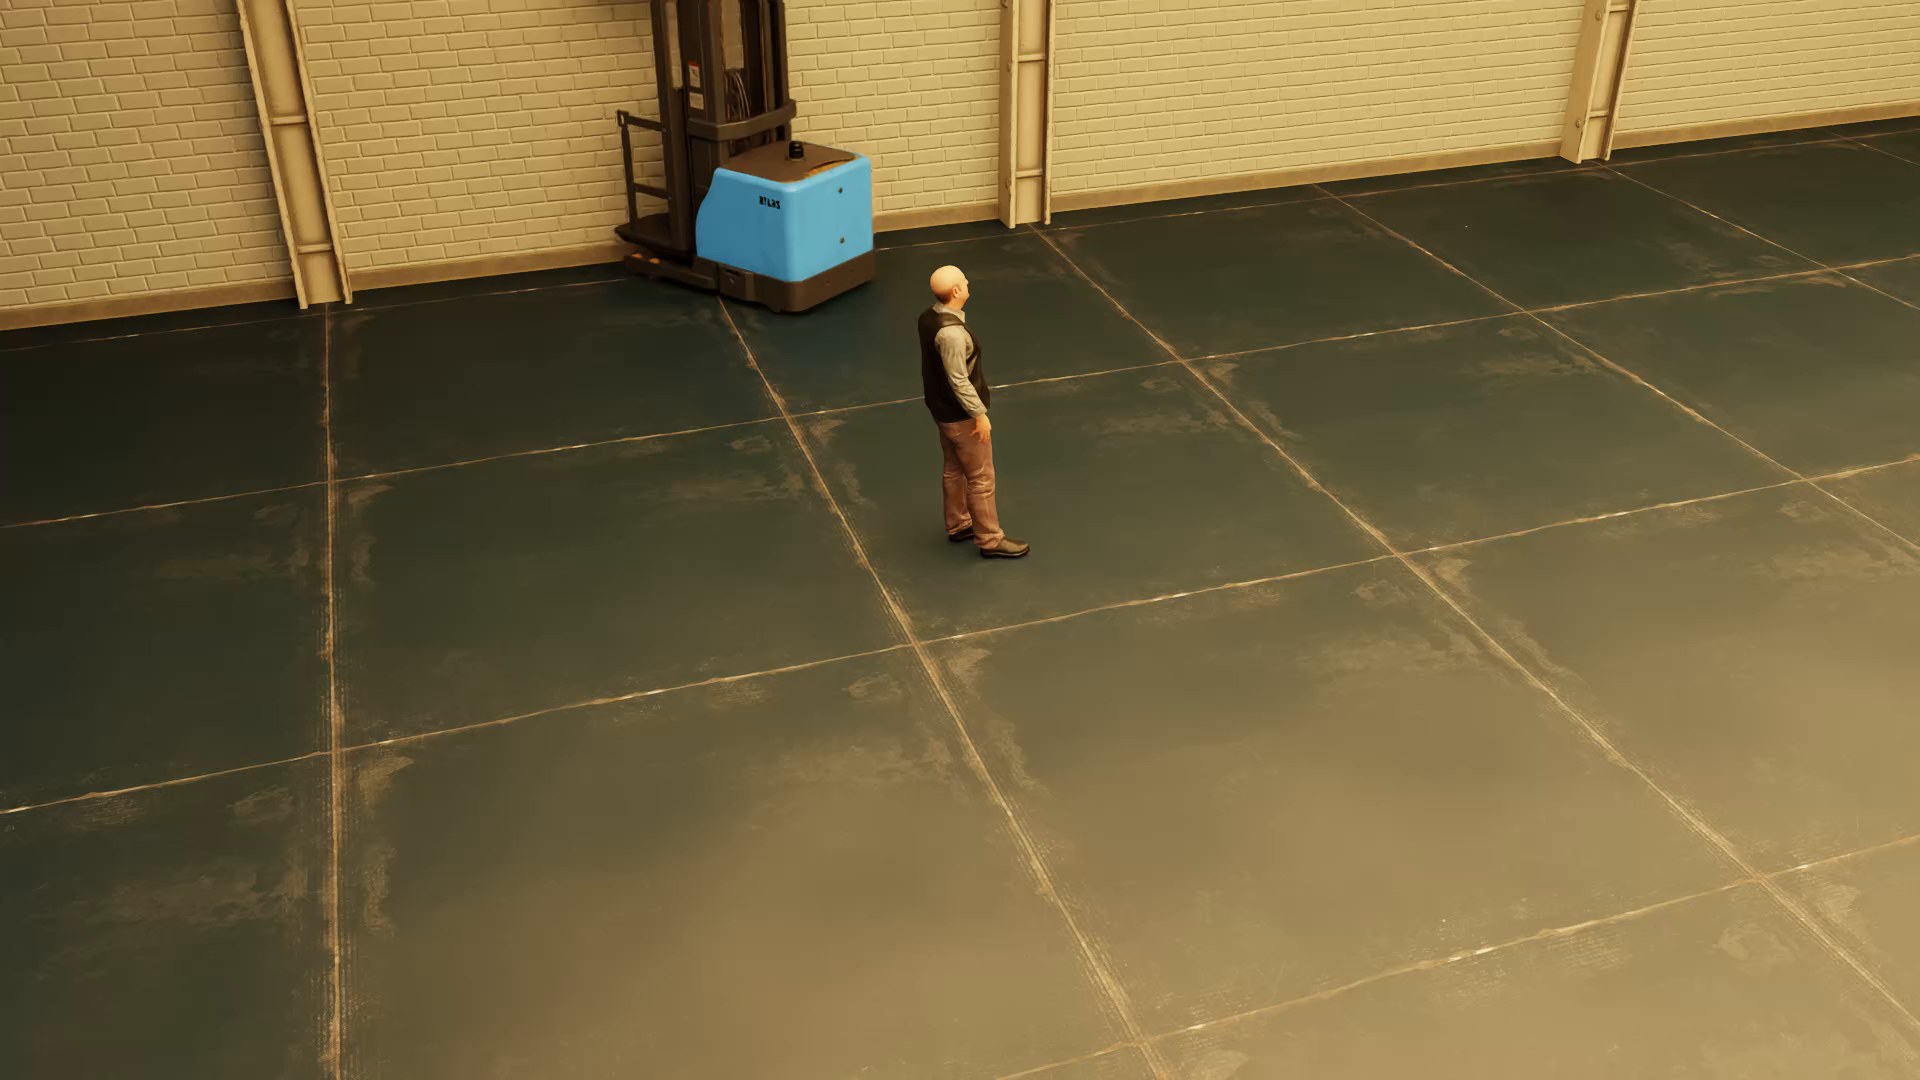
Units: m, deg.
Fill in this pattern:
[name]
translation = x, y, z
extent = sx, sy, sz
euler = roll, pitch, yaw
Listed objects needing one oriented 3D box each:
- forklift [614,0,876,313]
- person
[forklift]
translation = -2.175, -3.626, 13.389
extent = 3.031, 2.935, 1.130
euler = 20, 36, 31
[person]
translation = 0.061, -0.758, 9.603
extent = 0.568, 1.720, 0.632
euler = -10, 31, -16
